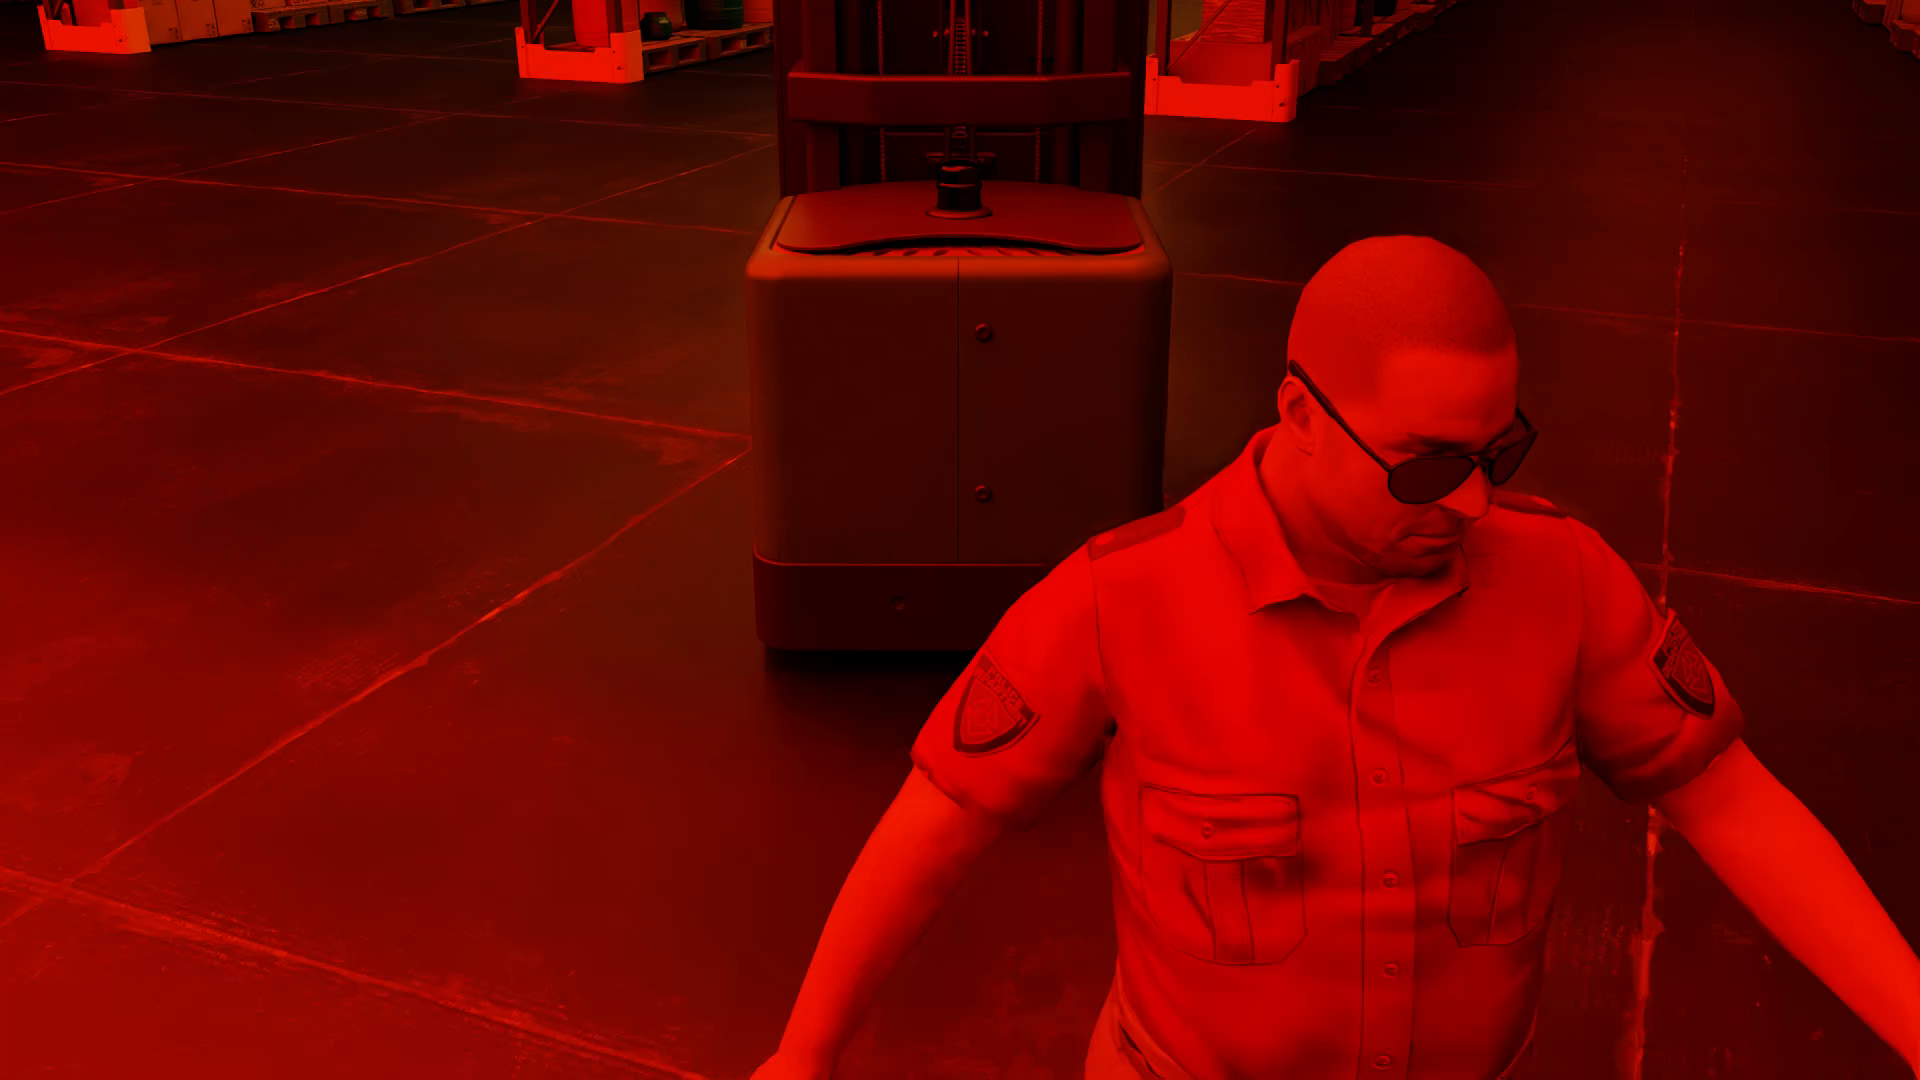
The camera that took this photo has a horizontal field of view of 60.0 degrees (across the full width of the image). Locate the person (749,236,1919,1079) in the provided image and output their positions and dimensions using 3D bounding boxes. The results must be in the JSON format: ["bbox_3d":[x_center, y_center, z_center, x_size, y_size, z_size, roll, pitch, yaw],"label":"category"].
[{"bbox_3d":[0.298,0.608,1.484,1.010,1.730,0.700,-2,23,-4],"label":"person"}]

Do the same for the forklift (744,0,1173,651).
[{"bbox_3d":[0.002,-1.587,5.089,1.130,2.935,3.031,0,23,0],"label":"forklift"}]
